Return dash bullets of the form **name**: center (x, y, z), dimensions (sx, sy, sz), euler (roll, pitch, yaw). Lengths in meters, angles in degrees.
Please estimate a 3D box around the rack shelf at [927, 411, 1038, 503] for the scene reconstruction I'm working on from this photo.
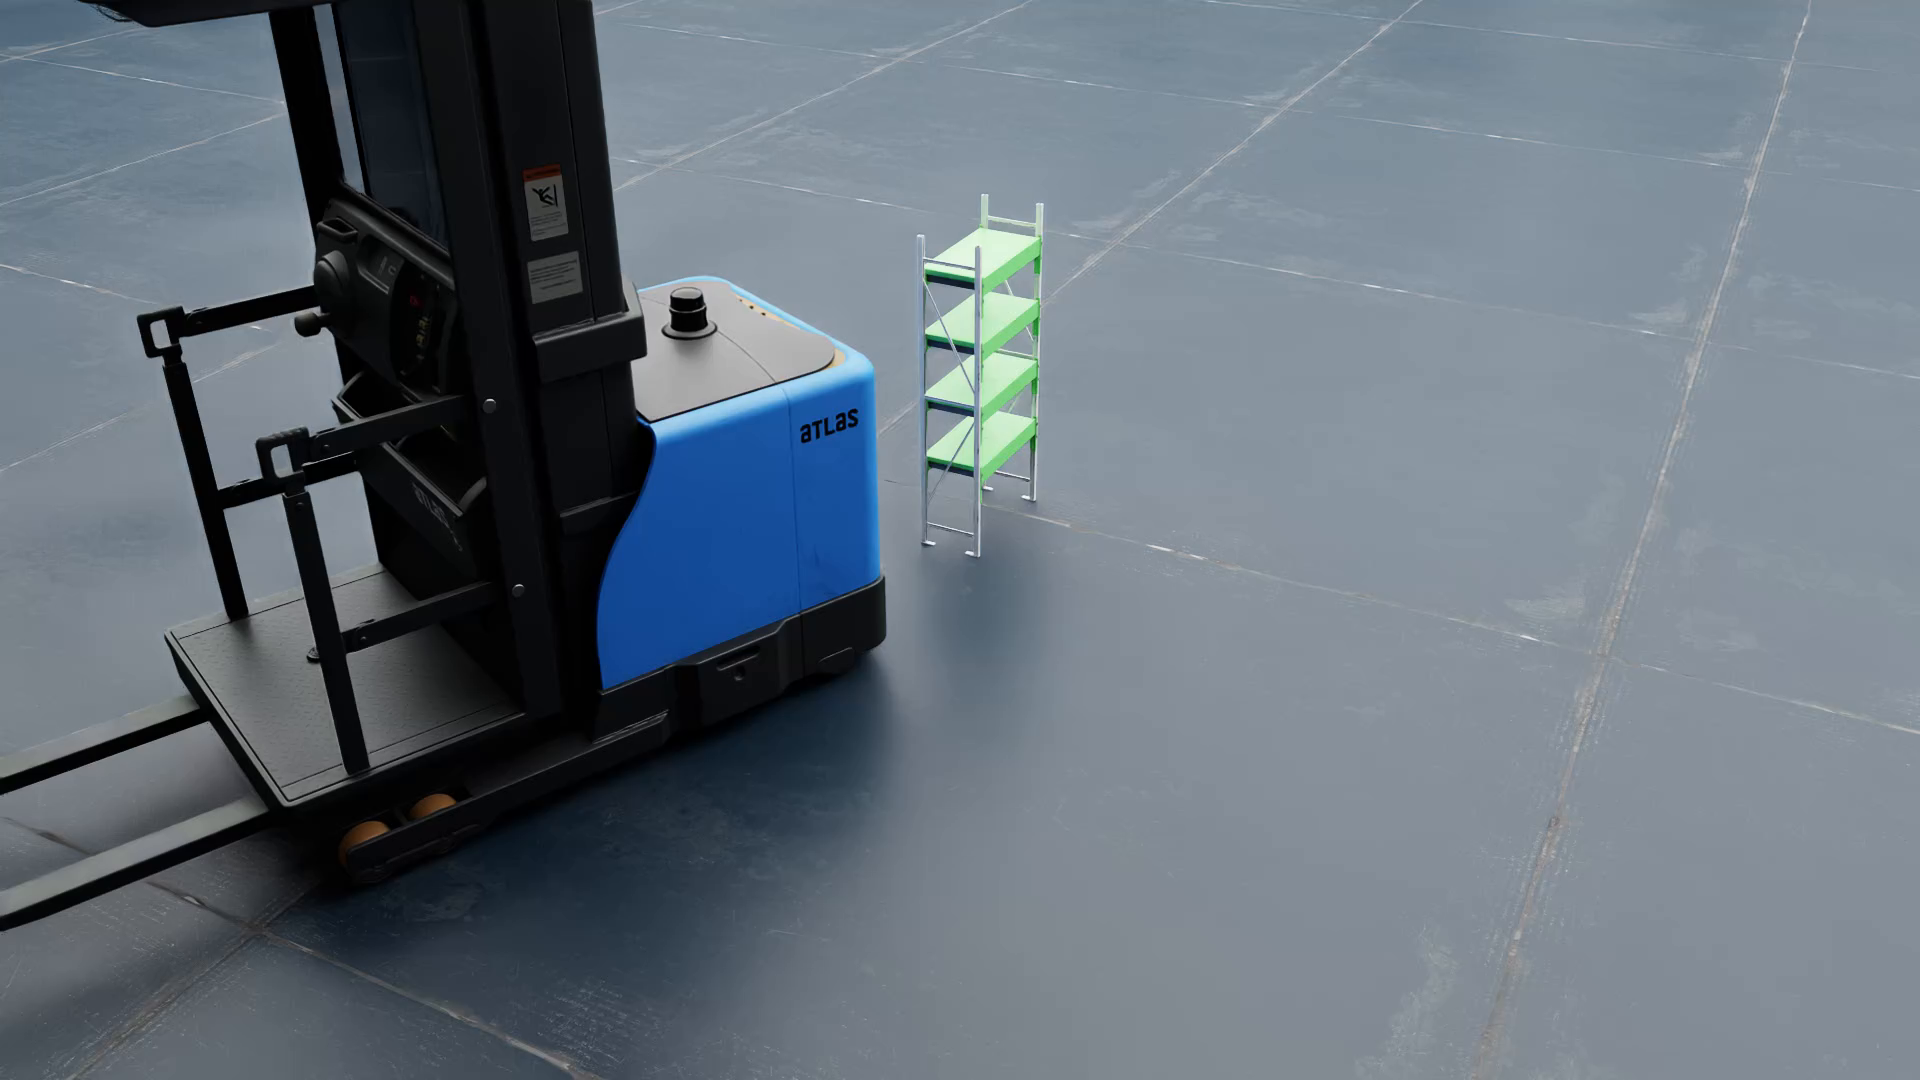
- **rack shelf**: center (0.075, -0.330, 6.230), dimensions (0.258, 0.148, 0.480), euler (14, 33, 23)

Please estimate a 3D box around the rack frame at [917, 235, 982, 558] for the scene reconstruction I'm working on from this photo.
- **rack frame**: center (-0.036, -0.486, 5.891), dimensions (0.240, 1.200, 0.015), euler (14, 33, 23)

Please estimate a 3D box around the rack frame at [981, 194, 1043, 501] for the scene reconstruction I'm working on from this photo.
- **rack frame**: center (0.187, -0.702, 6.267), dimensions (0.240, 1.200, 0.015), euler (14, 33, 23)

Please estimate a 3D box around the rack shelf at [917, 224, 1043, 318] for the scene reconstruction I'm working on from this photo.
- **rack shelf**: center (0.075, -0.955, 5.872), dimensions (0.258, 0.148, 0.480), euler (14, 33, 23)

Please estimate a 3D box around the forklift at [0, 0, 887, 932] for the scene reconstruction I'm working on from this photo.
- **forklift**: center (-1.715, -0.621, 4.388), dimensions (3.031, 2.935, 1.130), euler (-22, 36, -33)

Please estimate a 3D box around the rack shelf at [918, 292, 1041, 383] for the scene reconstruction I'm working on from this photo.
- **rack shelf**: center (0.075, -0.746, 5.991), dimensions (0.258, 0.148, 0.480), euler (14, 33, 23)

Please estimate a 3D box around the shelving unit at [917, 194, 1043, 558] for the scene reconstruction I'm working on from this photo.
- **shelving unit**: center (0.075, -0.594, 6.079), dimensions (0.258, 1.200, 0.503), euler (14, 33, 23)

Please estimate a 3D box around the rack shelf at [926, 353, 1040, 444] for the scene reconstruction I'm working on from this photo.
- **rack shelf**: center (0.075, -0.538, 6.111), dimensions (0.258, 0.148, 0.480), euler (14, 33, 23)
